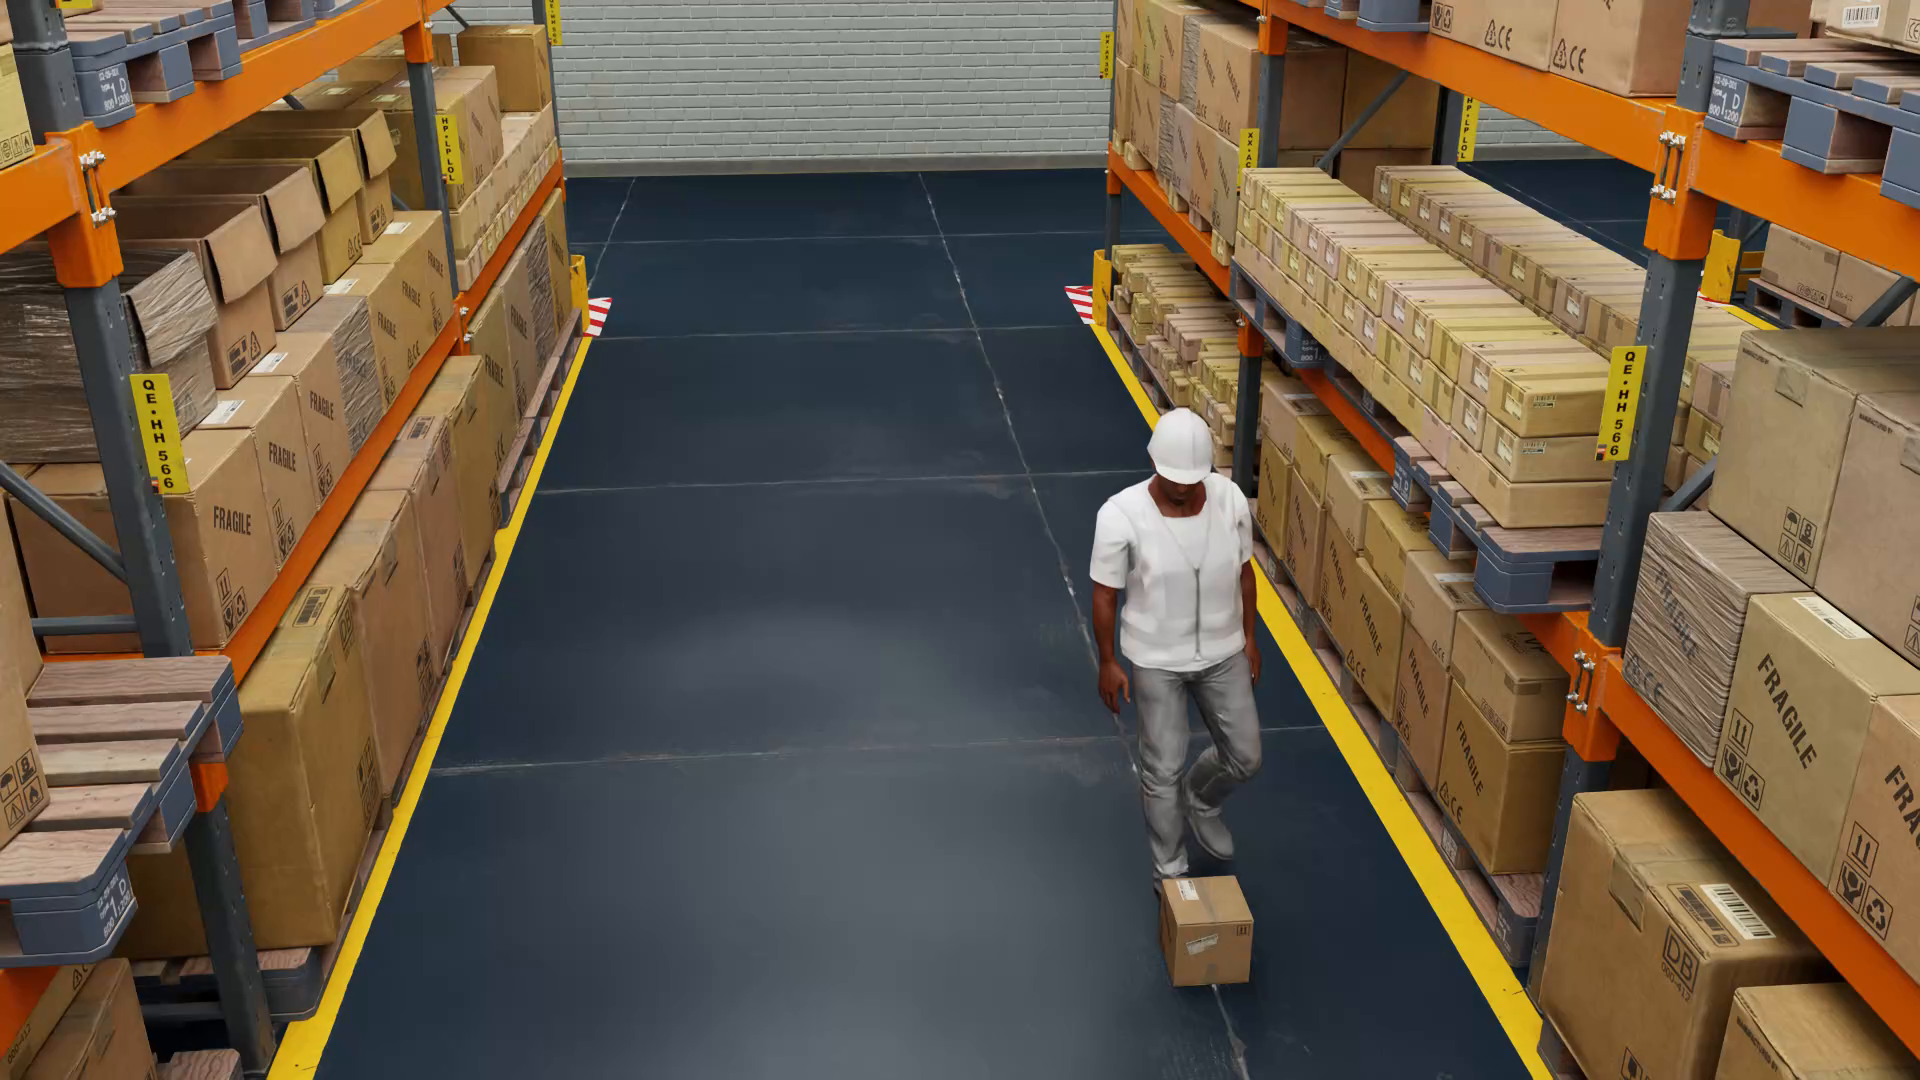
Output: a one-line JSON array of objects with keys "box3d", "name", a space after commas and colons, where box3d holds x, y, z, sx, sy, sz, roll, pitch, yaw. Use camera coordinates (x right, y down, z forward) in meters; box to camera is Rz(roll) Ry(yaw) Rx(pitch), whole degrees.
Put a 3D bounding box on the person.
[{"box3d": [0.764, 0.413, 5.577, 0.609, 1.765, 0.581, -6, 24, -13], "name": "person"}]
